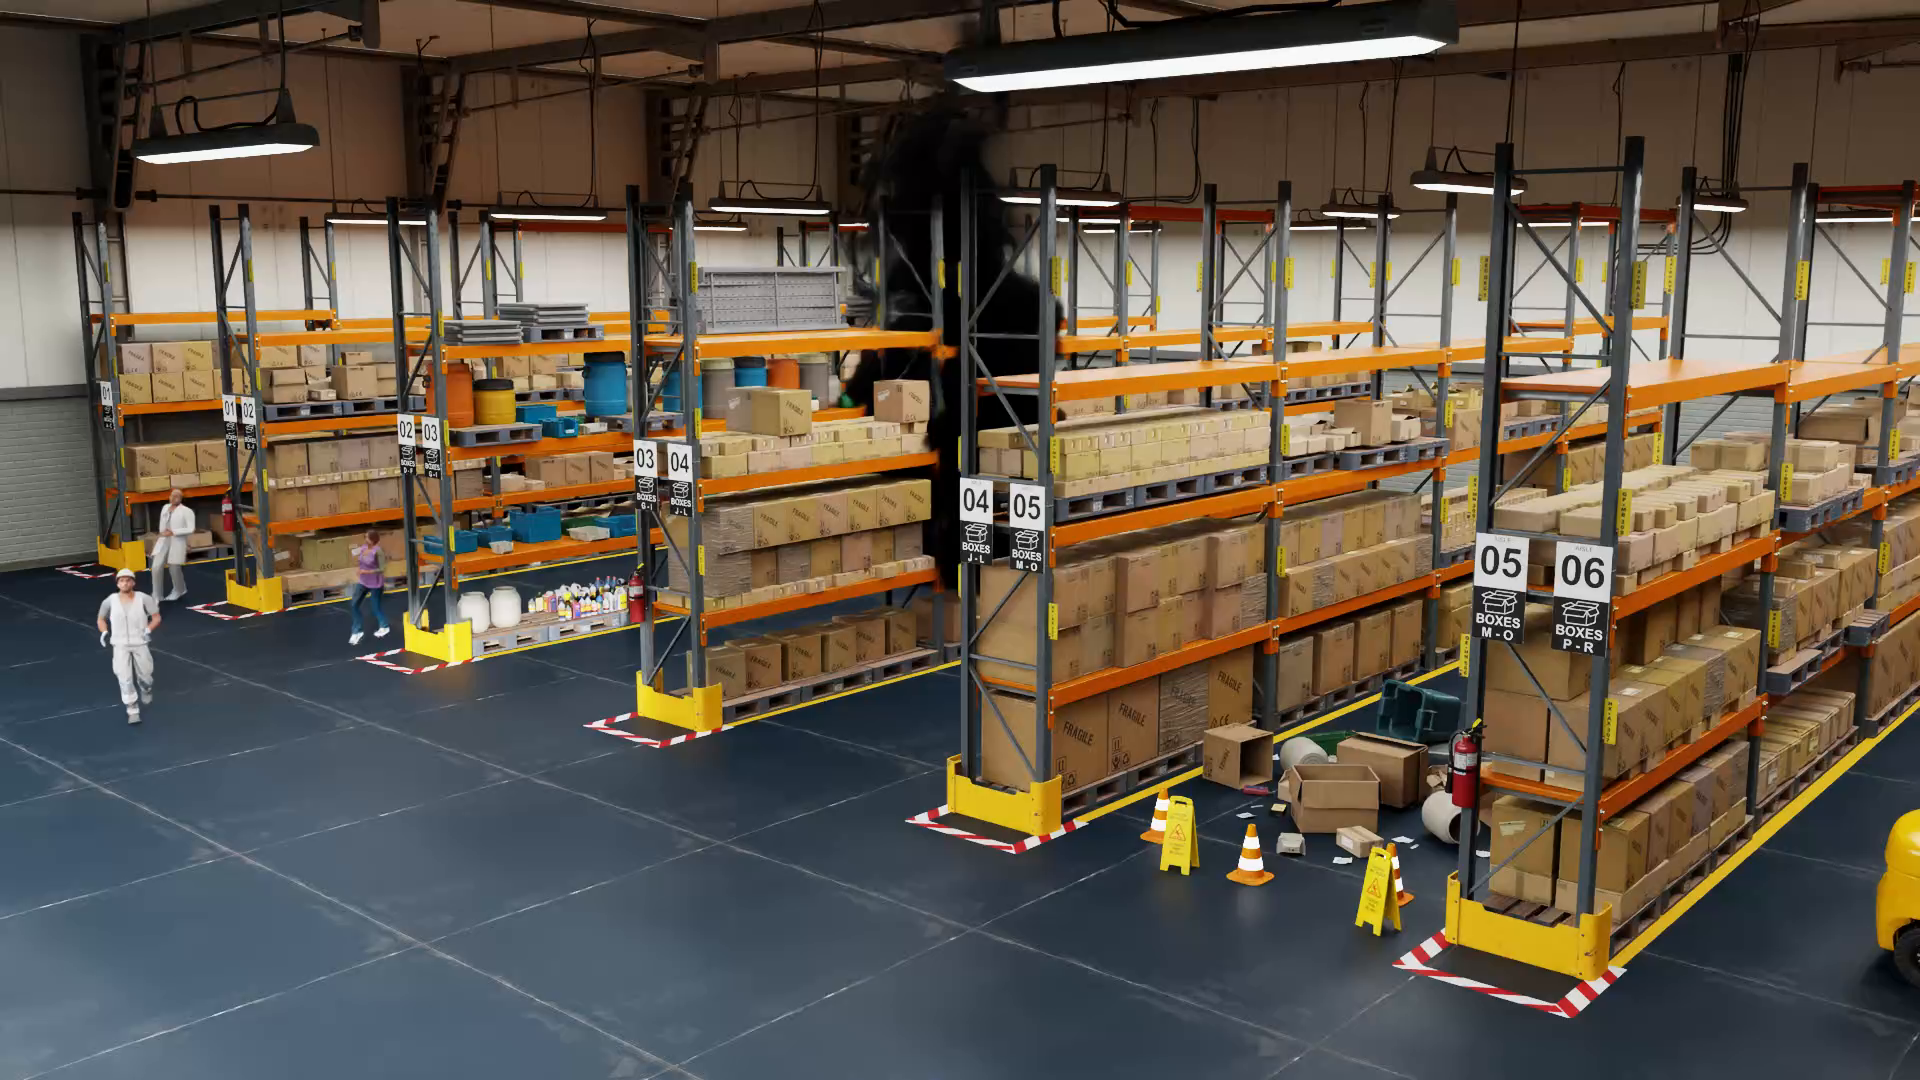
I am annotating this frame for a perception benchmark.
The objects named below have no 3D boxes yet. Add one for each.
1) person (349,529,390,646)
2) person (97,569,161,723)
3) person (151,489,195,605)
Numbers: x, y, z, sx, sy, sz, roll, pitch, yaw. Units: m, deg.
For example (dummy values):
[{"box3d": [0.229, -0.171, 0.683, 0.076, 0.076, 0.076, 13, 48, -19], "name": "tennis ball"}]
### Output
[{"box3d": [-8.035, 0.630, 22.785, 0.519, 1.602, 0.701, 4, 10, 20], "name": "person"}, {"box3d": [-9.438, 1.184, 18.919, 0.659, 1.742, 0.708, -4, 10, -21], "name": "person"}, {"box3d": [-11.906, 0.221, 25.197, 0.698, 1.573, 0.911, 1, 9, 3], "name": "person"}]
